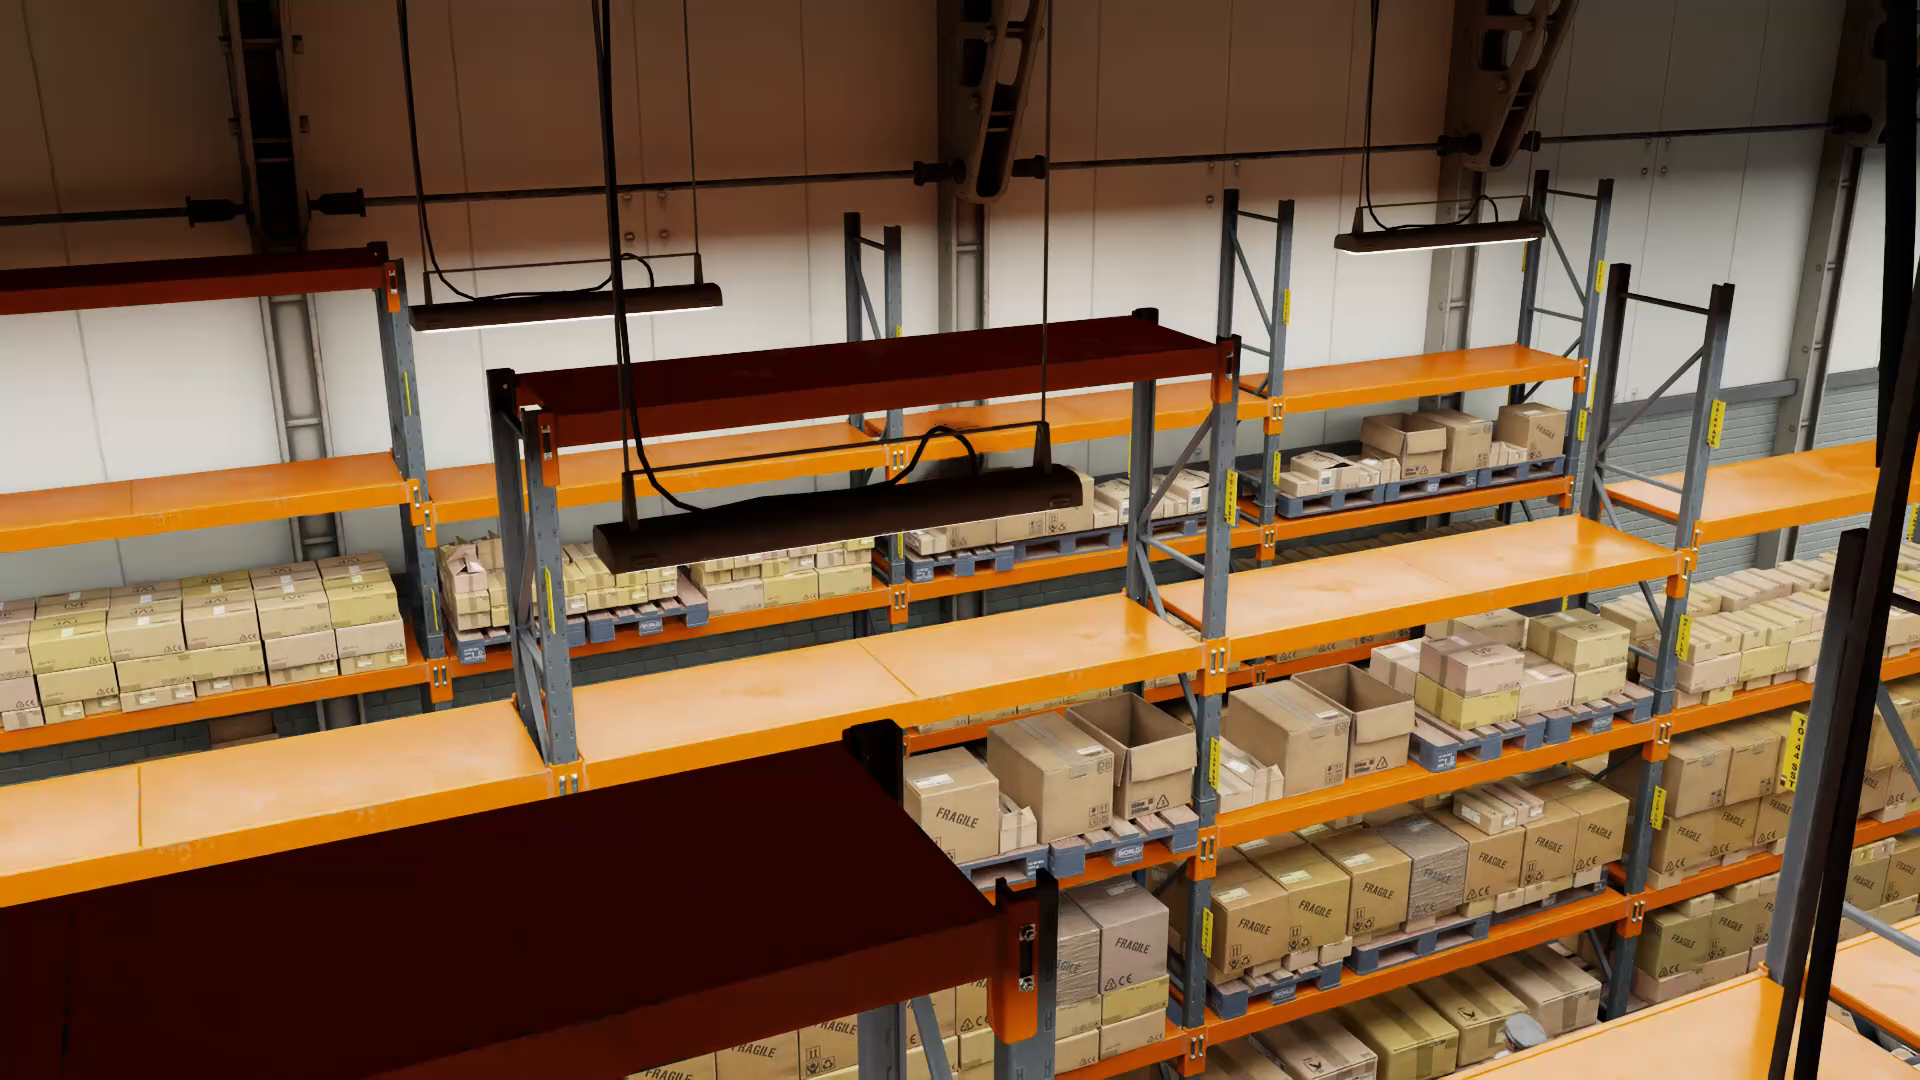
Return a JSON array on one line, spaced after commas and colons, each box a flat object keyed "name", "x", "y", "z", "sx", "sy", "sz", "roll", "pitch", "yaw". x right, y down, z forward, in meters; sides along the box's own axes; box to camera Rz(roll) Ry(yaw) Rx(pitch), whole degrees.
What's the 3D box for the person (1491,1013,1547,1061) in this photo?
[{"name": "person", "x": 3.553, "y": 3.818, "z": 10.960, "sx": 0.456, "sy": 1.680, "sz": 0.576, "roll": 8, "pitch": 20, "yaw": 22}]
